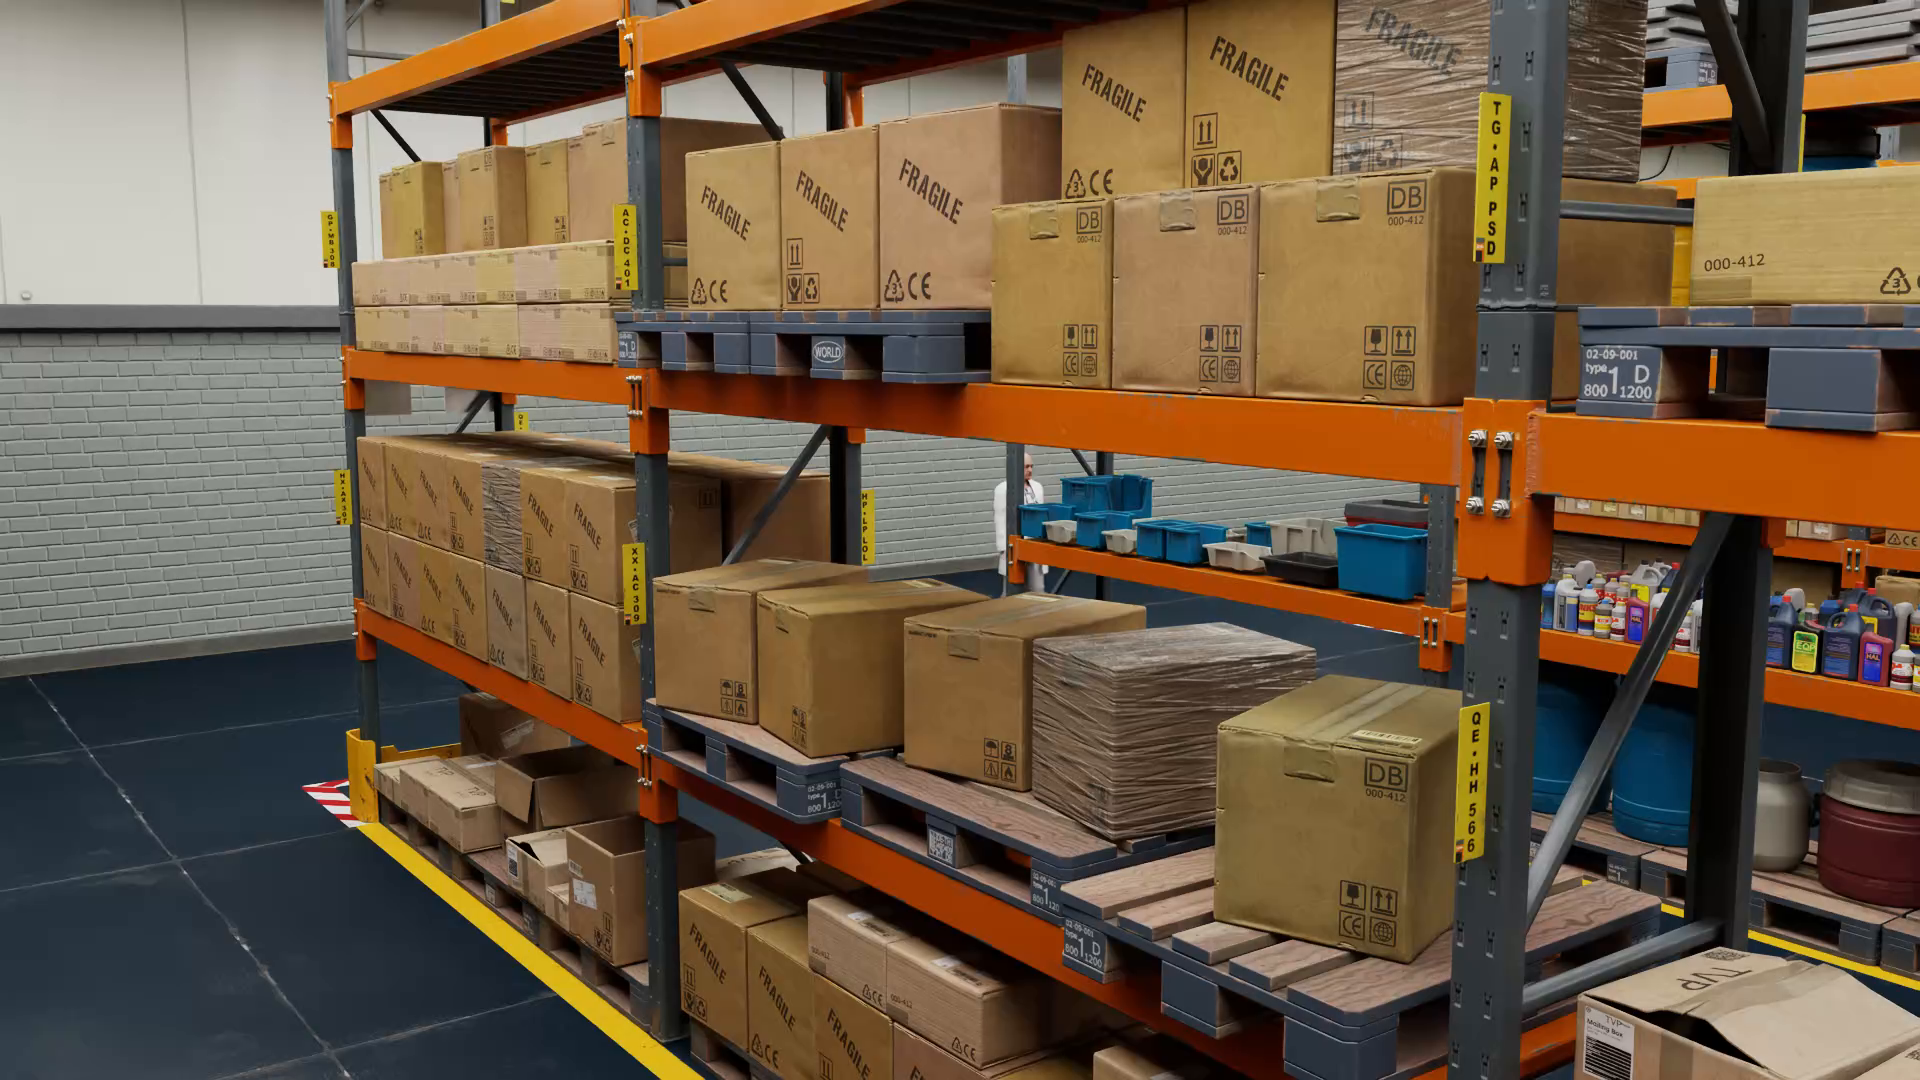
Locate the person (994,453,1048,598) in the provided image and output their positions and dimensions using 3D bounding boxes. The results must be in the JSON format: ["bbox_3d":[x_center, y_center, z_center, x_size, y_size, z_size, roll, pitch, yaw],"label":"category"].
[{"bbox_3d":[0.585,0.091,15.199,0.562,1.779,0.407,-5,9,-35],"label":"person"}]
